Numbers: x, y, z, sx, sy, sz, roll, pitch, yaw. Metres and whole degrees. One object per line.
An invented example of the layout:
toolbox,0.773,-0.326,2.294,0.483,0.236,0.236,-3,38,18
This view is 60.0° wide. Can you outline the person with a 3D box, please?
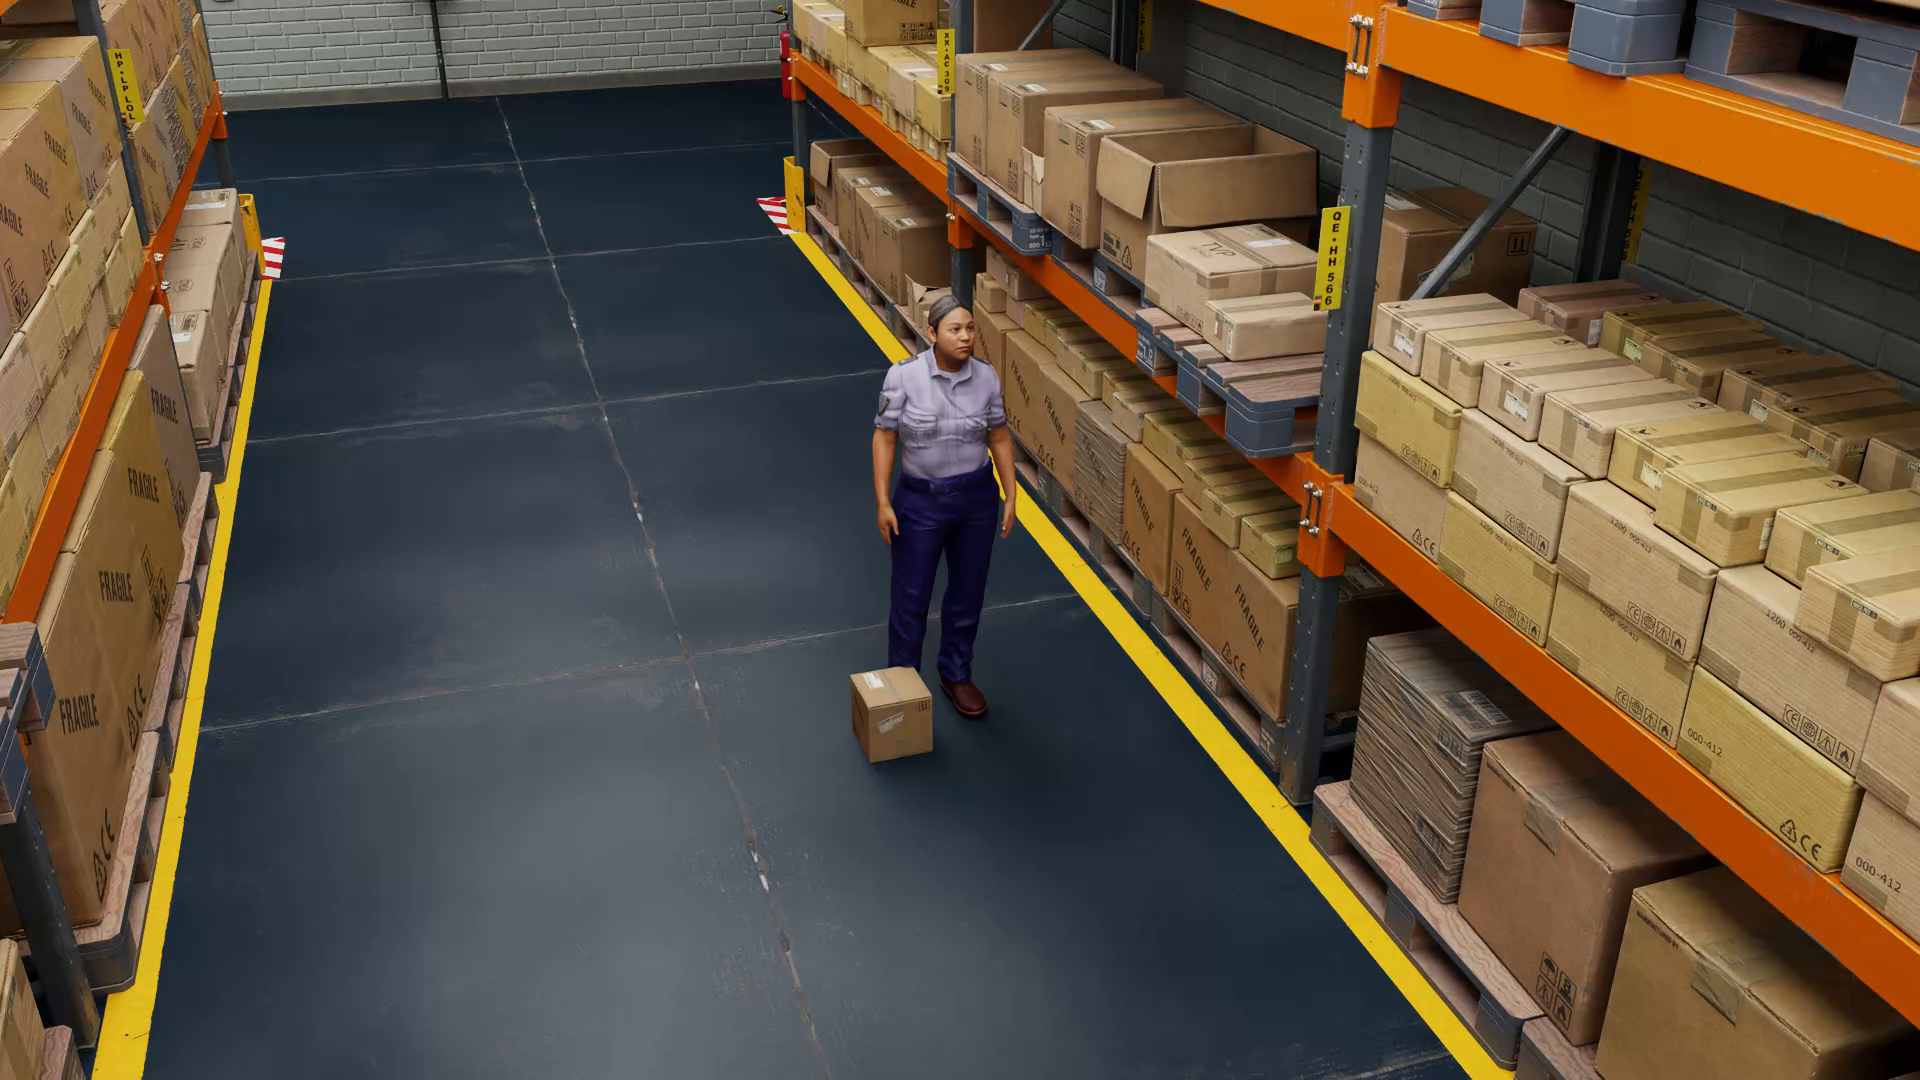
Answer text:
person,-0.045,-0.076,6.278,0.598,1.638,0.502,-8,28,-16
